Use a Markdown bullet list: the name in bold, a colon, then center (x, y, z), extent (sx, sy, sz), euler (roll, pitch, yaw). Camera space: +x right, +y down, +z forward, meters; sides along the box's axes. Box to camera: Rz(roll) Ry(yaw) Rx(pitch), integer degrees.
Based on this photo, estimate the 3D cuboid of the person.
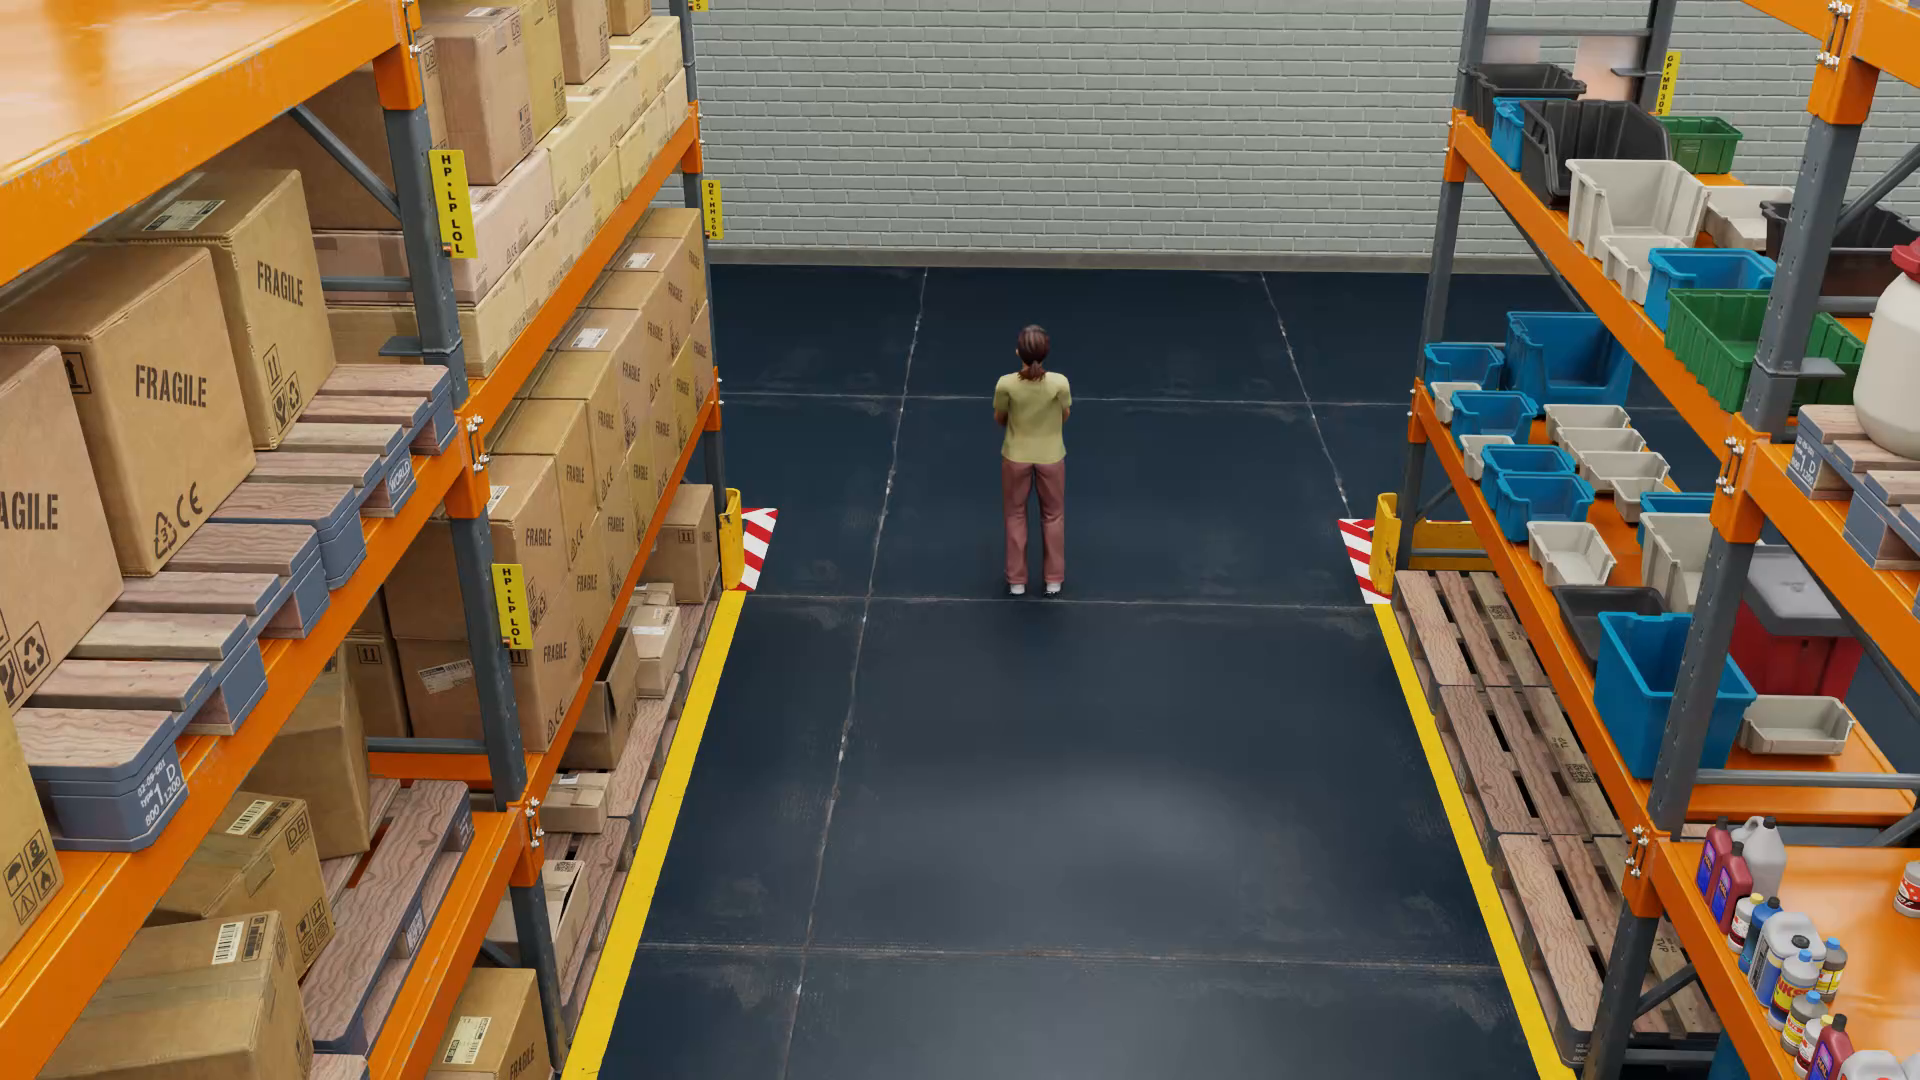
- **person**: center (0.407, -0.482, 9.526), extent (0.439, 1.674, 0.537), euler (1, 28, 2)
